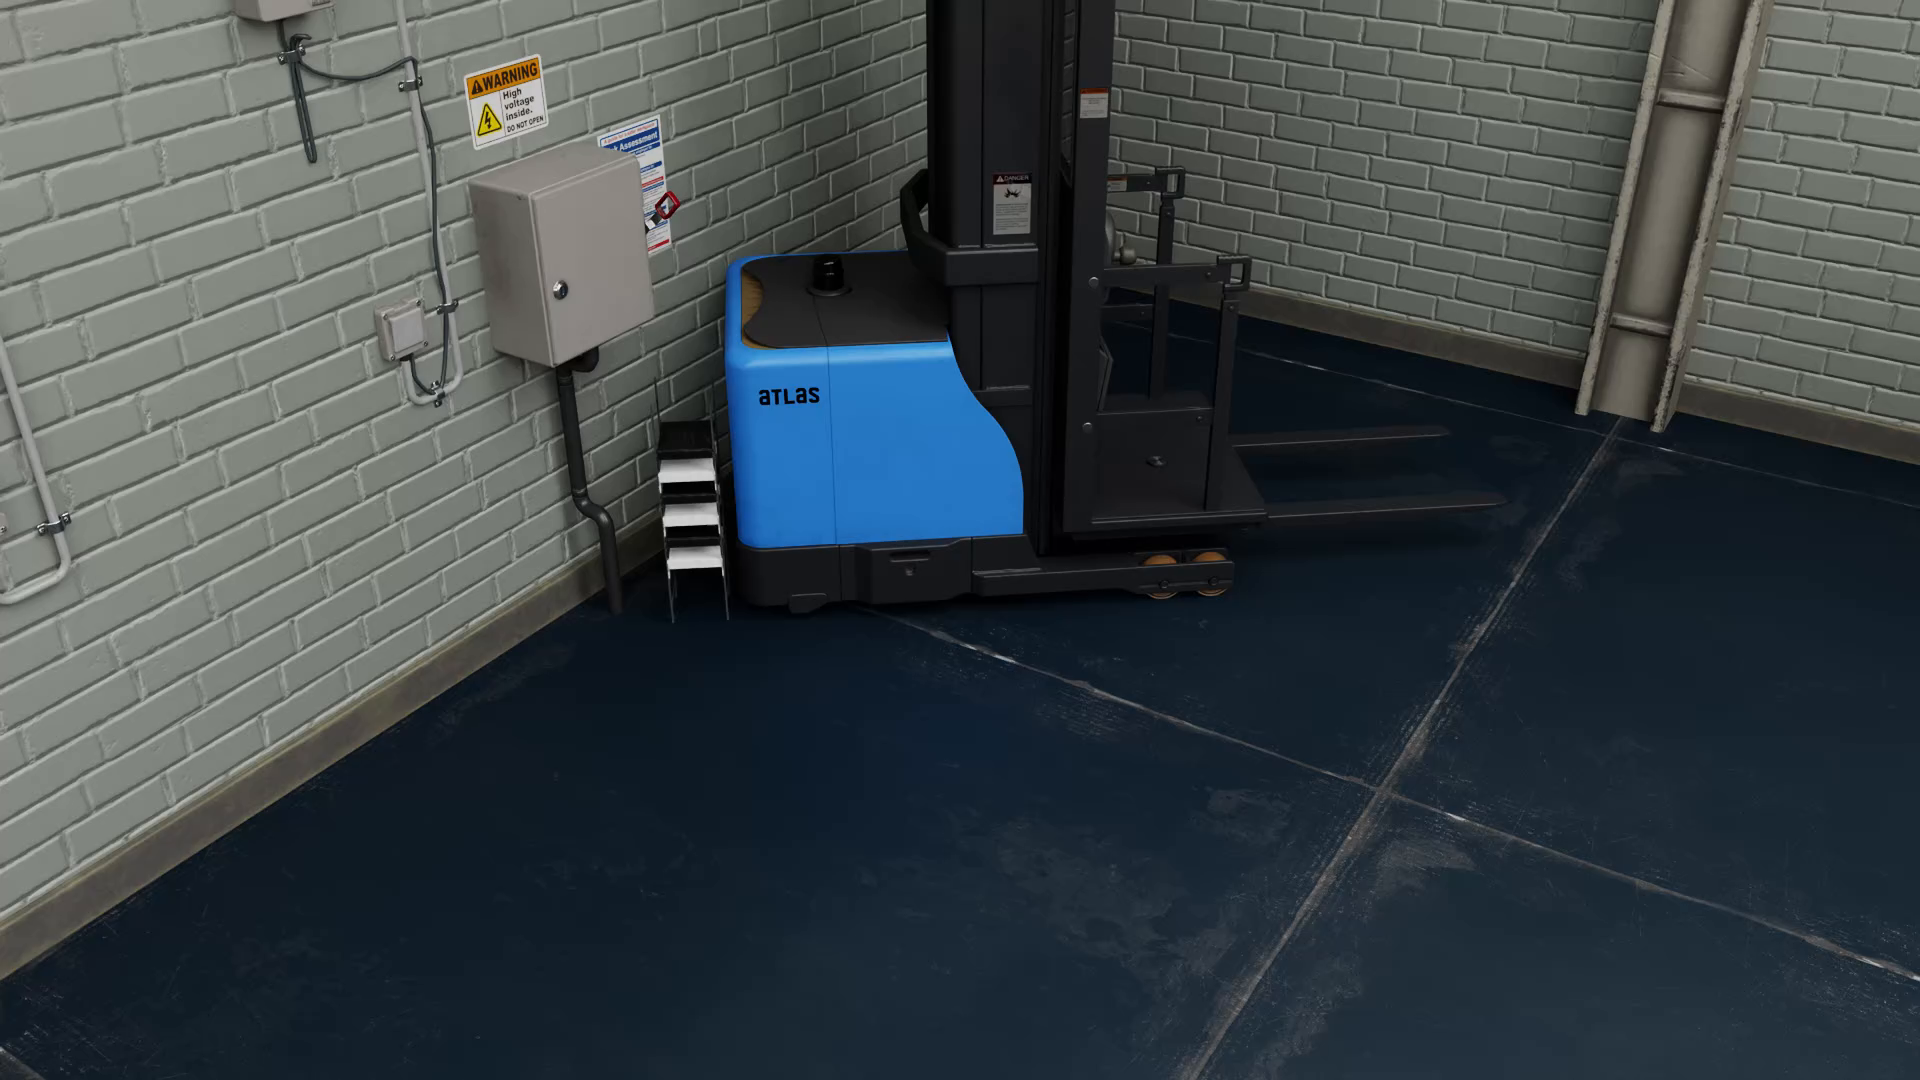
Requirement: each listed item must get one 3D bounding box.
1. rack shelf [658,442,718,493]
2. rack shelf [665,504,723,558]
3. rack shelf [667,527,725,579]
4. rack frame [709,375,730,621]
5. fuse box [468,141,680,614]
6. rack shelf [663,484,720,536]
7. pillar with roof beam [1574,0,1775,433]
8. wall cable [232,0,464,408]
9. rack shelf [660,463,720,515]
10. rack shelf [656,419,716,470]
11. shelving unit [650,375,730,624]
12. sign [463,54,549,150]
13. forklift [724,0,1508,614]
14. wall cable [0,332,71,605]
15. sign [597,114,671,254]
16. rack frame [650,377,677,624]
[{"bbox_3d":[-0.982,-0.268,6.026,0.200,0.077,0.258,-3,30,-5],"label":"rack shelf"},{"bbox_3d":[-0.982,-0.035,6.162,0.200,0.077,0.258,-3,30,-5],"label":"rack shelf"},{"bbox_3d":[-0.982,0.043,6.207,0.200,0.077,0.258,-3,30,-5],"label":"rack shelf"},{"bbox_3d":[-0.881,-0.146,6.108,0.006,0.900,0.240,-3,30,-5],"label":"rack frame"},{"bbox_3d":[-1.262,-0.477,5.870,0.414,1.711,0.539,18,35,27],"label":"fuse box"},{"bbox_3d":[-0.982,-0.113,6.116,0.200,0.077,0.258,-3,30,-5],"label":"rack shelf"},{"bbox_3d":[0.828,-2.656,2.373,0.400,9.000,9.100,18,35,27],"label":"pillar with roof beam"},{"bbox_3d":[-1.759,-1.223,4.862,0.122,1.984,0.588,18,35,27],"label":"wall cable"},{"bbox_3d":[-0.982,-0.190,6.071,0.200,0.077,0.258,-3,30,-5],"label":"rack shelf"},{"bbox_3d":[-0.982,-0.346,5.980,0.200,0.077,0.258,-3,30,-5],"label":"rack shelf"},{"bbox_3d":[-0.982,-0.142,6.100,0.210,0.900,0.258,-3,30,-5],"label":"shelving unit"},{"bbox_3d":[-1.467,-1.422,5.392,0.001,0.242,0.339,18,35,27],"label":"sign"},{"bbox_3d":[0.624,-1.302,6.074,3.031,2.935,1.130,-3,30,-6],"label":"forklift"},{"bbox_3d":[-2.503,-0.629,3.811,0.123,1.953,0.585,18,35,27],"label":"wall cable"},{"bbox_3d":[-1.175,-1.259,6.026,0.001,0.494,0.329,18,35,27],"label":"sign"},{"bbox_3d":[-1.083,-0.137,6.091,0.006,0.900,0.240,-3,30,-5],"label":"rack frame"}]
